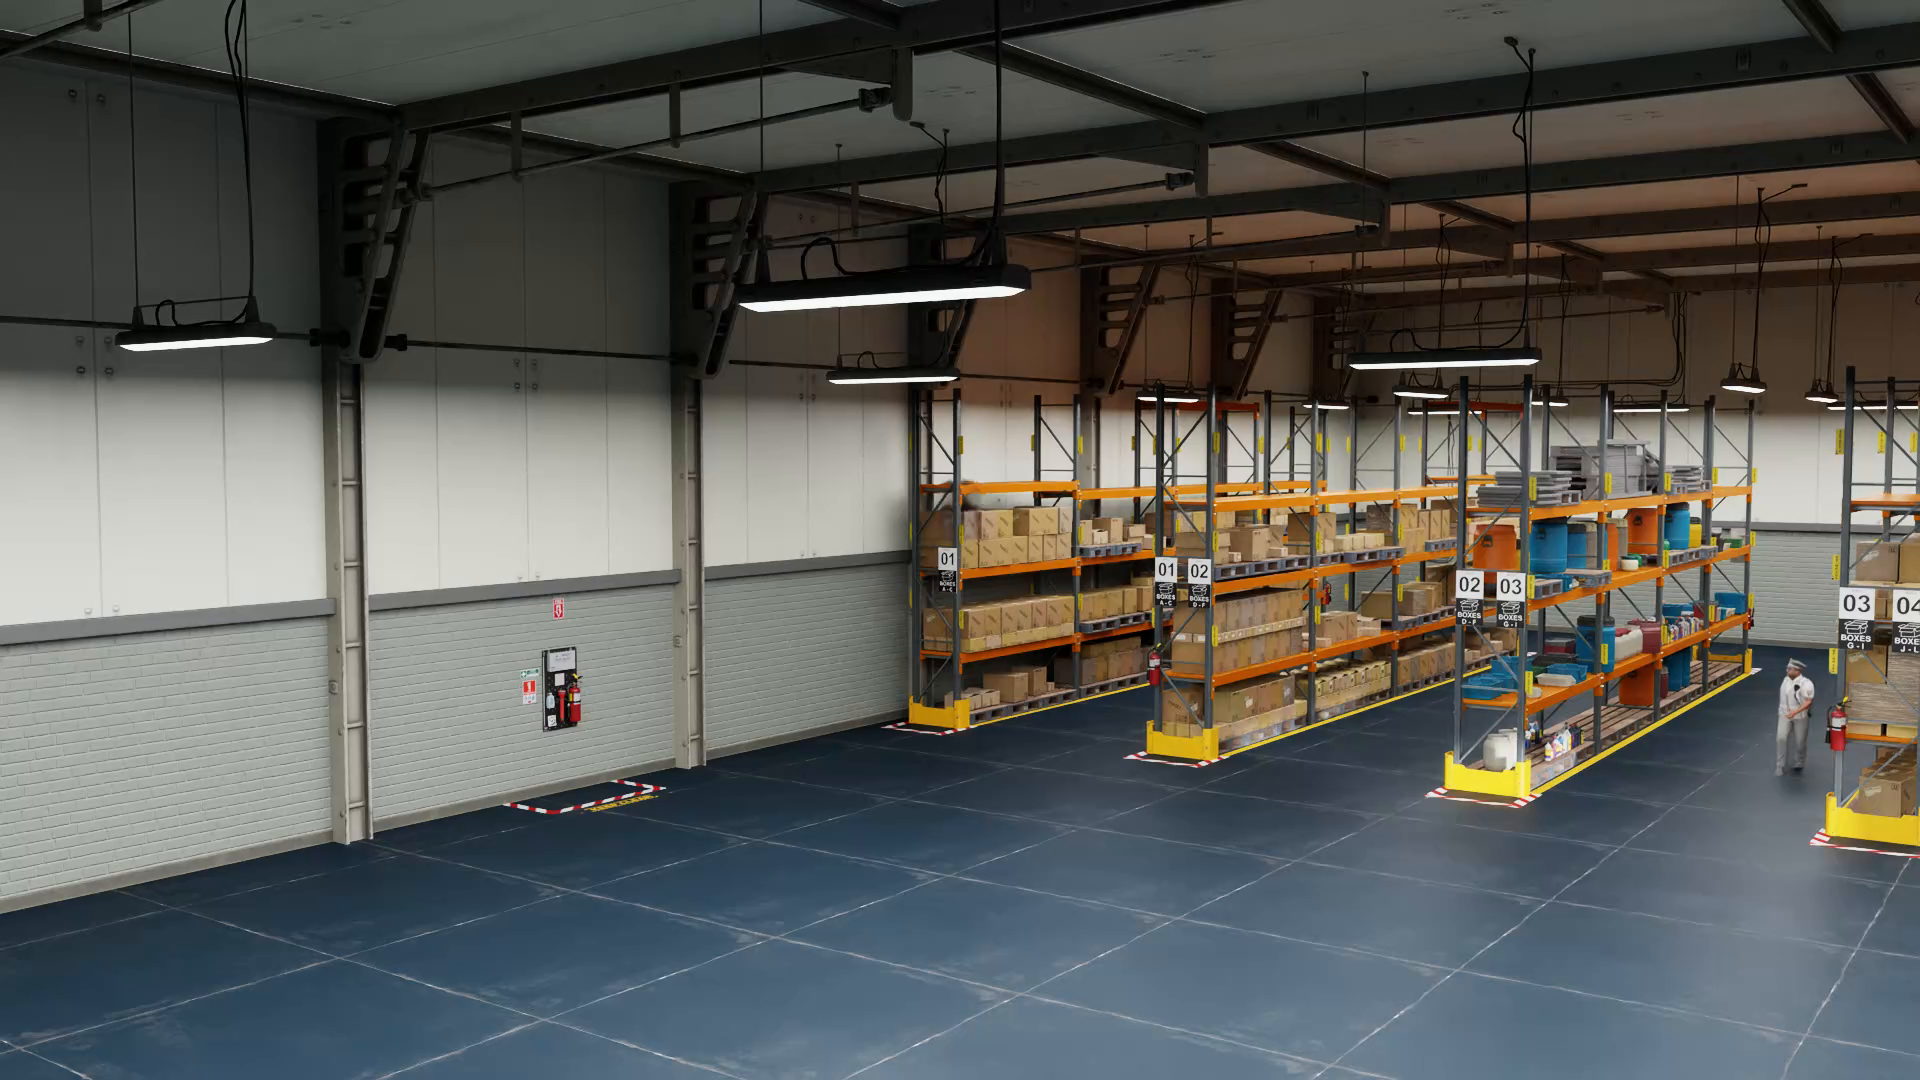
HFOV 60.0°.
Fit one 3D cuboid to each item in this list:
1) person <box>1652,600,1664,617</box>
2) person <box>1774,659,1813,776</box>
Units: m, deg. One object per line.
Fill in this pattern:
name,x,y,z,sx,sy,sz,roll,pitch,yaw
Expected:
person,14.890,2.118,35.438,0.366,1.725,0.550,1,3,17
person,12.763,2.710,25.402,0.493,1.789,0.927,3,4,38
